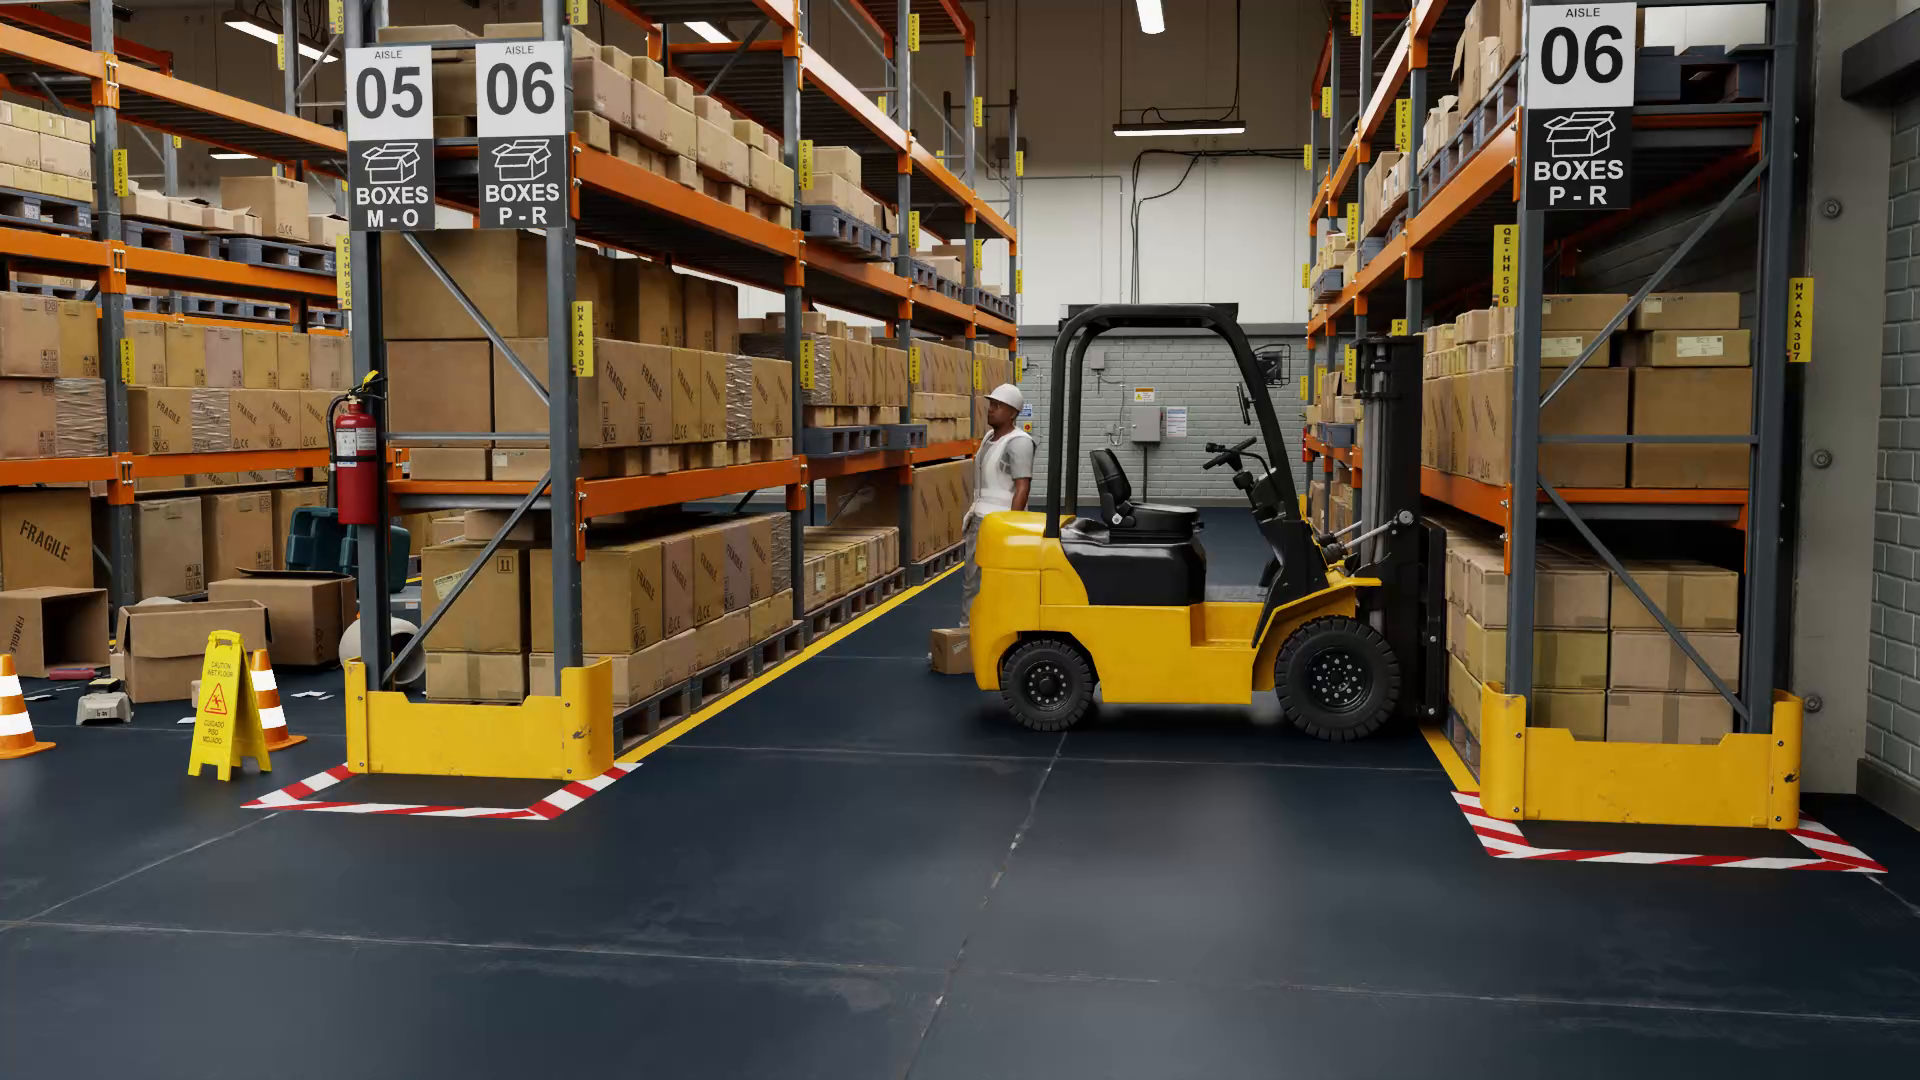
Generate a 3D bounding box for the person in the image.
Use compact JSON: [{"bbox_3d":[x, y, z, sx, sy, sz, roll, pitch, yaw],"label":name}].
[{"bbox_3d":[0.153,-0.086,10.458,0.575,1.786,0.656,-2,5,-23],"label":"person"}]
